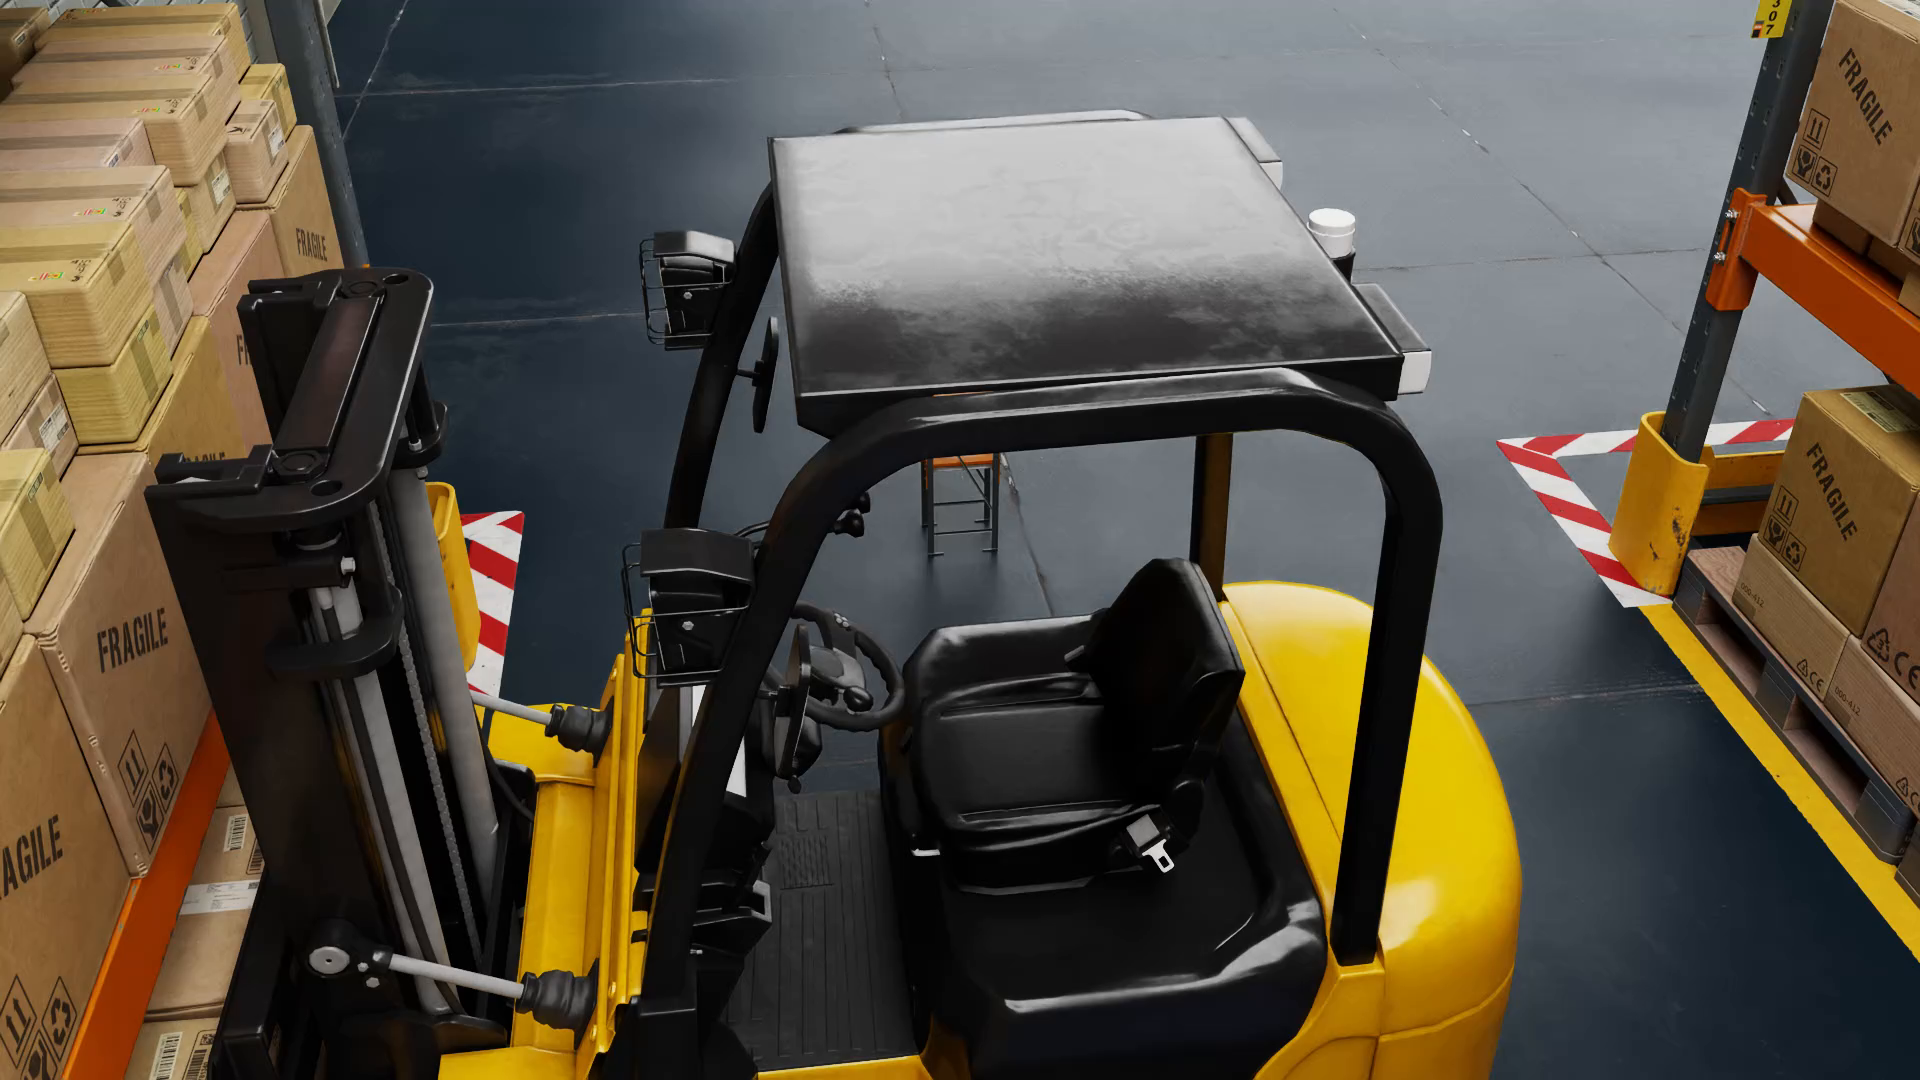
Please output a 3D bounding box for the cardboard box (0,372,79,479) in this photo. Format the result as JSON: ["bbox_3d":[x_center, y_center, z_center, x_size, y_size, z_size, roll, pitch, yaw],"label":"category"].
[{"bbox_3d":[-1.641,-0.133,2.617,0.380,0.149,0.250,-5,35,-7],"label":"cardboard box"}]

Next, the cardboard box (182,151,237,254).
[{"bbox_3d":[-1.744,-0.703,3.454,0.380,0.149,0.250,-4,34,-5],"label":"cardboard box"}]

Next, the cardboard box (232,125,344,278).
[{"bbox_3d":[-1.780,-0.643,3.940,0.500,0.500,0.500,-5,35,-7],"label":"cardboard box"}]

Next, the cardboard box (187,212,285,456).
[{"bbox_3d":[-1.719,-0.352,3.515,0.500,0.500,0.500,-3,34,-5],"label":"cardboard box"}]

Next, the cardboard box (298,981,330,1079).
[{"bbox_3d":[-1.520,0.995,3.251,0.500,0.250,0.500,-4,35,-7],"label":"cardboard box"}]

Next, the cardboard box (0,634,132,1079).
[{"bbox_3d":[-1.525,0.496,2.270,0.500,0.500,0.500,-5,35,-7],"label":"cardboard box"}]

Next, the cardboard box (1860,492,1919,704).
[{"bbox_3d":[2.725,0.195,4.204,0.500,0.500,0.500,-6,35,-8],"label":"cardboard box"}]

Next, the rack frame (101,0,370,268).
[{"bbox_3d":[-2.106,-0.856,4.342,1.000,3.000,0.127,-4,35,-6],"label":"rack frame"}]

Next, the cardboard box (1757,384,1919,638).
[{"bbox_3d":[2.650,-0.097,4.631,0.500,0.500,0.500,-5,35,-8],"label":"cardboard box"}]

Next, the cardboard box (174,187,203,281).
[{"bbox_3d":[-1.722,-0.564,3.249,0.380,0.149,0.250,-5,35,-7],"label":"cardboard box"}]

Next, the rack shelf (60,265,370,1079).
[{"bbox_3d":[-1.837,0.557,2.907,1.077,0.370,4.000,-4,35,-6],"label":"rack shelf"}]

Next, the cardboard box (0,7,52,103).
[{"bbox_3d":[-2.273,-1.085,3.749,0.380,0.149,0.250,-5,35,-7],"label":"cardboard box"}]

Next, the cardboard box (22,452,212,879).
[{"bbox_3d":[-1.571,0.213,2.685,0.500,0.500,0.500,-4,34,-6],"label":"cardboard box"}]

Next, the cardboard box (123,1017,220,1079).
[{"bbox_3d":[-1.459,1.069,2.698,0.500,0.250,0.500,-3,34,-5],"label":"cardboard box"}]

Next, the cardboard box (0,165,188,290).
[{"bbox_3d":[-1.618,-0.544,2.955,0.380,0.149,0.250,-4,34,-5],"label":"cardboard box"}]

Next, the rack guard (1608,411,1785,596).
[{"bbox_3d":[2.822,-0.159,5.539,1.175,0.500,0.348,-4,35,-6],"label":"rack guard"}]

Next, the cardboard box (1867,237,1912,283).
[{"bbox_3d":[2.701,-0.785,4.461,0.380,0.149,0.250,-4,34,-6],"label":"cardboard box"}]

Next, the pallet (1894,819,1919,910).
[{"bbox_3d":[3.057,1.096,3.954,1.003,0.211,1.213,-4,35,-6],"label":"pallet"}]

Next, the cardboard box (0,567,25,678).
[{"bbox_3d":[-1.494,0.153,2.198,0.380,0.149,0.250,-5,35,-8],"label":"cardboard box"}]

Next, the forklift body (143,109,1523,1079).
[{"bbox_3d":[-0.043,0.415,3.231,2.313,2.155,1.214,-4,35,-6],"label":"forklift body"}]

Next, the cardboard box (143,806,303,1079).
[{"bbox_3d":[-1.522,0.776,3.129,0.500,0.250,0.500,-5,35,-7],"label":"cardboard box"}]

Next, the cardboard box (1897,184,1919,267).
[{"bbox_3d":[2.674,-0.824,3.943,0.500,0.500,0.500,-3,34,-5],"label":"cardboard box"}]

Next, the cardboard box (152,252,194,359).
[{"bbox_3d":[-1.639,-0.419,3.036,0.380,0.149,0.250,-5,35,-8],"label":"cardboard box"}]

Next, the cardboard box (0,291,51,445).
[{"bbox_3d":[-1.637,-0.249,2.523,0.380,0.149,0.250,-4,34,-6],"label":"cardboard box"}]

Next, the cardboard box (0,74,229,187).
[{"bbox_3d":[-1.723,-0.825,3.368,0.380,0.149,0.250,-4,34,-5],"label":"cardboard box"}]

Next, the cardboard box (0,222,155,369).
[{"bbox_3d":[-1.578,-0.400,2.744,0.380,0.149,0.250,-4,34,-5],"label":"cardboard box"}]

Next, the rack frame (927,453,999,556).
[{"bbox_3d":[0.010,-0.453,5.349,0.240,1.200,0.006,-4,35,-6],"label":"rack frame"}]

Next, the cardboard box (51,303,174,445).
[{"bbox_3d":[-1.585,-0.279,2.831,0.380,0.149,0.250,-4,34,-6],"label":"cardboard box"}]

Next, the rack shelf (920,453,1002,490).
[{"bbox_3d":[-0.002,-0.269,5.584,0.258,0.103,0.180,-4,35,-6],"label":"rack shelf"}]

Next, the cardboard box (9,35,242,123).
[{"bbox_3d":[-1.785,-0.969,3.579,0.380,0.149,0.250,-4,35,-6],"label":"cardboard box"}]

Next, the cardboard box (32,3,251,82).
[{"bbox_3d":[-1.849,-1.104,3.778,0.380,0.149,0.250,-4,35,-6],"label":"cardboard box"}]

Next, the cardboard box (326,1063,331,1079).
[{"bbox_3d":[-1.522,1.191,3.407,0.500,0.250,0.500,-3,34,-5],"label":"cardboard box"}]

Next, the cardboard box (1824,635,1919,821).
[{"bbox_3d":[2.708,0.485,4.443,0.500,0.250,0.500,-3,34,-5],"label":"cardboard box"}]

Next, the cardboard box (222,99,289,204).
[{"bbox_3d":[-1.718,-0.853,3.673,0.380,0.149,0.250,-4,34,-6],"label":"cardboard box"}]

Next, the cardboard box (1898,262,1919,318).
[{"bbox_3d":[2.656,-0.631,4.235,0.380,0.149,0.250,-5,35,-8],"label":"cardboard box"}]

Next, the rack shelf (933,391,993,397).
[{"bbox_3d":[-0.002,-0.467,5.449,0.258,0.103,0.180,-4,35,-6],"label":"rack shelf"}]

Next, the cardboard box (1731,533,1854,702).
[{"bbox_3d":[2.646,0.200,4.862,0.500,0.250,0.500,-5,35,-7],"label":"cardboard box"}]

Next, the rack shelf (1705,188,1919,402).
[{"bbox_3d":[3.081,0.179,3.462,1.077,0.370,4.000,-4,35,-6],"label":"rack shelf"}]

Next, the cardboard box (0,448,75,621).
[{"bbox_3d":[-1.539,0.005,2.415,0.380,0.149,0.250,-5,35,-7],"label":"cardboard box"}]

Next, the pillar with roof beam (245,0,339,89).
[{"bbox_3d":[0.553,-6.552,7.374,9.100,9.000,0.400,-4,35,-6],"label":"pillar with roof beam"}]

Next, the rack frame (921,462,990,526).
[{"bbox_3d":[-0.014,-0.555,5.499,0.240,1.200,0.006,-4,35,-6],"label":"rack frame"}]

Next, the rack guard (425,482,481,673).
[{"bbox_3d":[-2.109,0.164,5.066,1.175,0.500,0.348,-4,35,-6],"label":"rack guard"}]

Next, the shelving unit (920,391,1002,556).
[{"bbox_3d":[-0.002,-0.504,5.424,0.258,1.200,0.189,-4,35,-6],"label":"shelving unit"}]

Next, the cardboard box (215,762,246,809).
[{"bbox_3d":[-1.583,0.492,3.545,0.500,0.250,0.500,-4,34,-6],"label":"cardboard box"}]

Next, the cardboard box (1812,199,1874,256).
[{"bbox_3d":[2.653,-0.925,4.667,0.380,0.149,0.250,-4,35,-6],"label":"cardboard box"}]

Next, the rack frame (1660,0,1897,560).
[{"bbox_3d":[2.812,-1.234,4.897,1.000,3.000,0.127,-4,35,-6],"label":"rack frame"}]

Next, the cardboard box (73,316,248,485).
[{"bbox_3d":[-1.650,-0.066,3.095,0.500,0.500,0.500,-5,35,-7],"label":"cardboard box"}]

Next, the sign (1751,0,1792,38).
[{"bbox_3d":[2.274,-1.551,4.593,0.100,0.325,0.005,-4,35,-6],"label":"sign"}]

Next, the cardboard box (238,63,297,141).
[{"bbox_3d":[-1.782,-0.993,3.879,0.380,0.149,0.250,-4,34,-6],"label":"cardboard box"}]

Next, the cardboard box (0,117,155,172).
[{"bbox_3d":[-1.763,-0.681,3.156,0.380,0.149,0.250,-4,34,-6],"label":"cardboard box"}]

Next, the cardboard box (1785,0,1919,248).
[{"bbox_3d":[2.601,-1.113,4.366,0.500,0.500,0.500,-5,35,-7],"label":"cardboard box"}]

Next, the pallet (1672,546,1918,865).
[{"bbox_3d":[2.896,0.417,4.951,1.003,0.211,1.213,-4,35,-6],"label":"pallet"}]
